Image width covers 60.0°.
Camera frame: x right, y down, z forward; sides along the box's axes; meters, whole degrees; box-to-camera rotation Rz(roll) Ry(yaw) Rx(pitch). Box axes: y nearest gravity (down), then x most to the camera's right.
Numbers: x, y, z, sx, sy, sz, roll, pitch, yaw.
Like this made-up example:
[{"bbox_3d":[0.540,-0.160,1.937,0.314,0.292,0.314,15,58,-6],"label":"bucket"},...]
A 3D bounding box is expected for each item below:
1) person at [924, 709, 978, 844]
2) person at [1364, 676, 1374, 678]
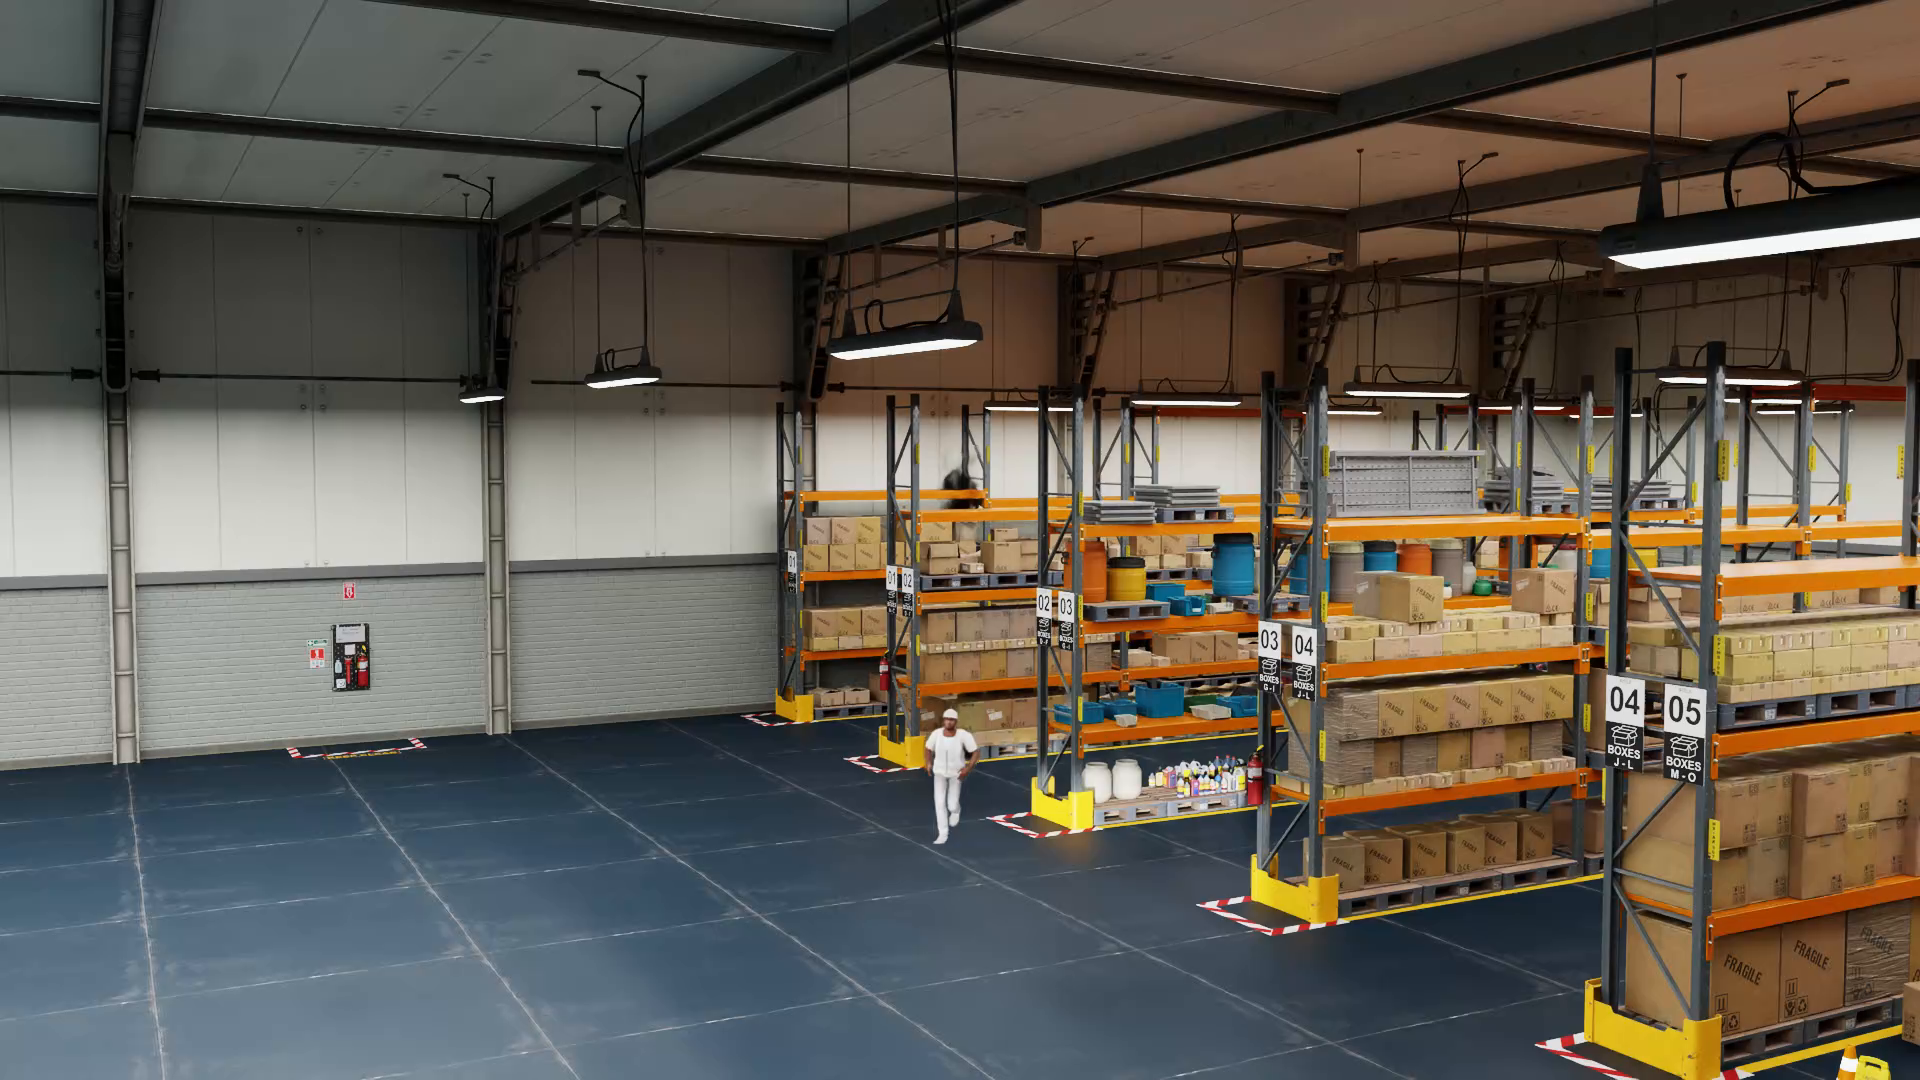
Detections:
[{"bbox_3d":[-0.119,3.074,21.907,0.735,1.738,0.745,1,3,11],"label":"person"},{"bbox_3d":[6.947,2.782,28.305,0.715,1.612,0.525,-2,4,-35],"label":"person"}]
